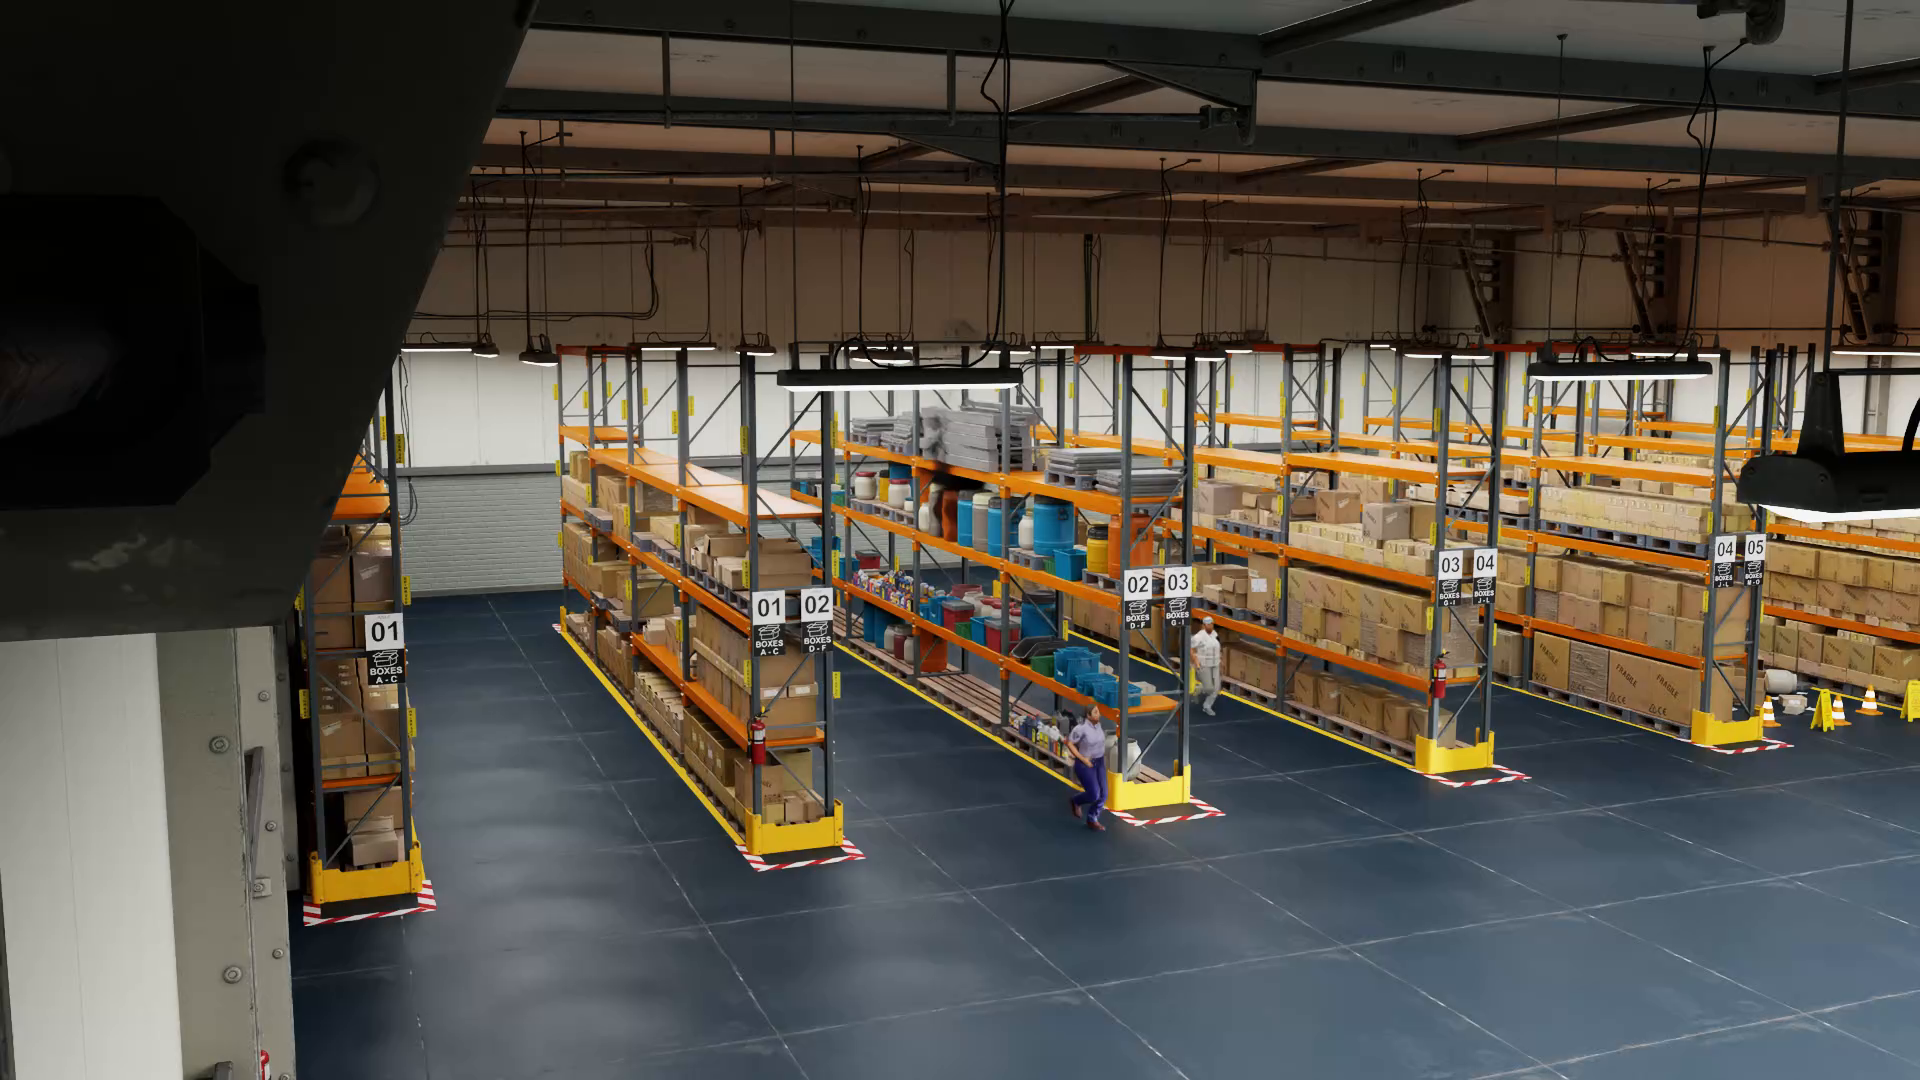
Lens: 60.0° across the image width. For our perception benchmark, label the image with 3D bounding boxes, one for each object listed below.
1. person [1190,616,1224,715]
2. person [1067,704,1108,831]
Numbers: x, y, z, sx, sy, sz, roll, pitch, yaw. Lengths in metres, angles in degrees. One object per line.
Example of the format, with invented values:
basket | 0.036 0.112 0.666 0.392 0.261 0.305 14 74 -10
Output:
person | 4.074 2.063 27.434 0.616 1.627 0.550 -4 8 -26
person | 1.643 2.873 21.140 0.639 1.620 0.531 -6 10 -41
